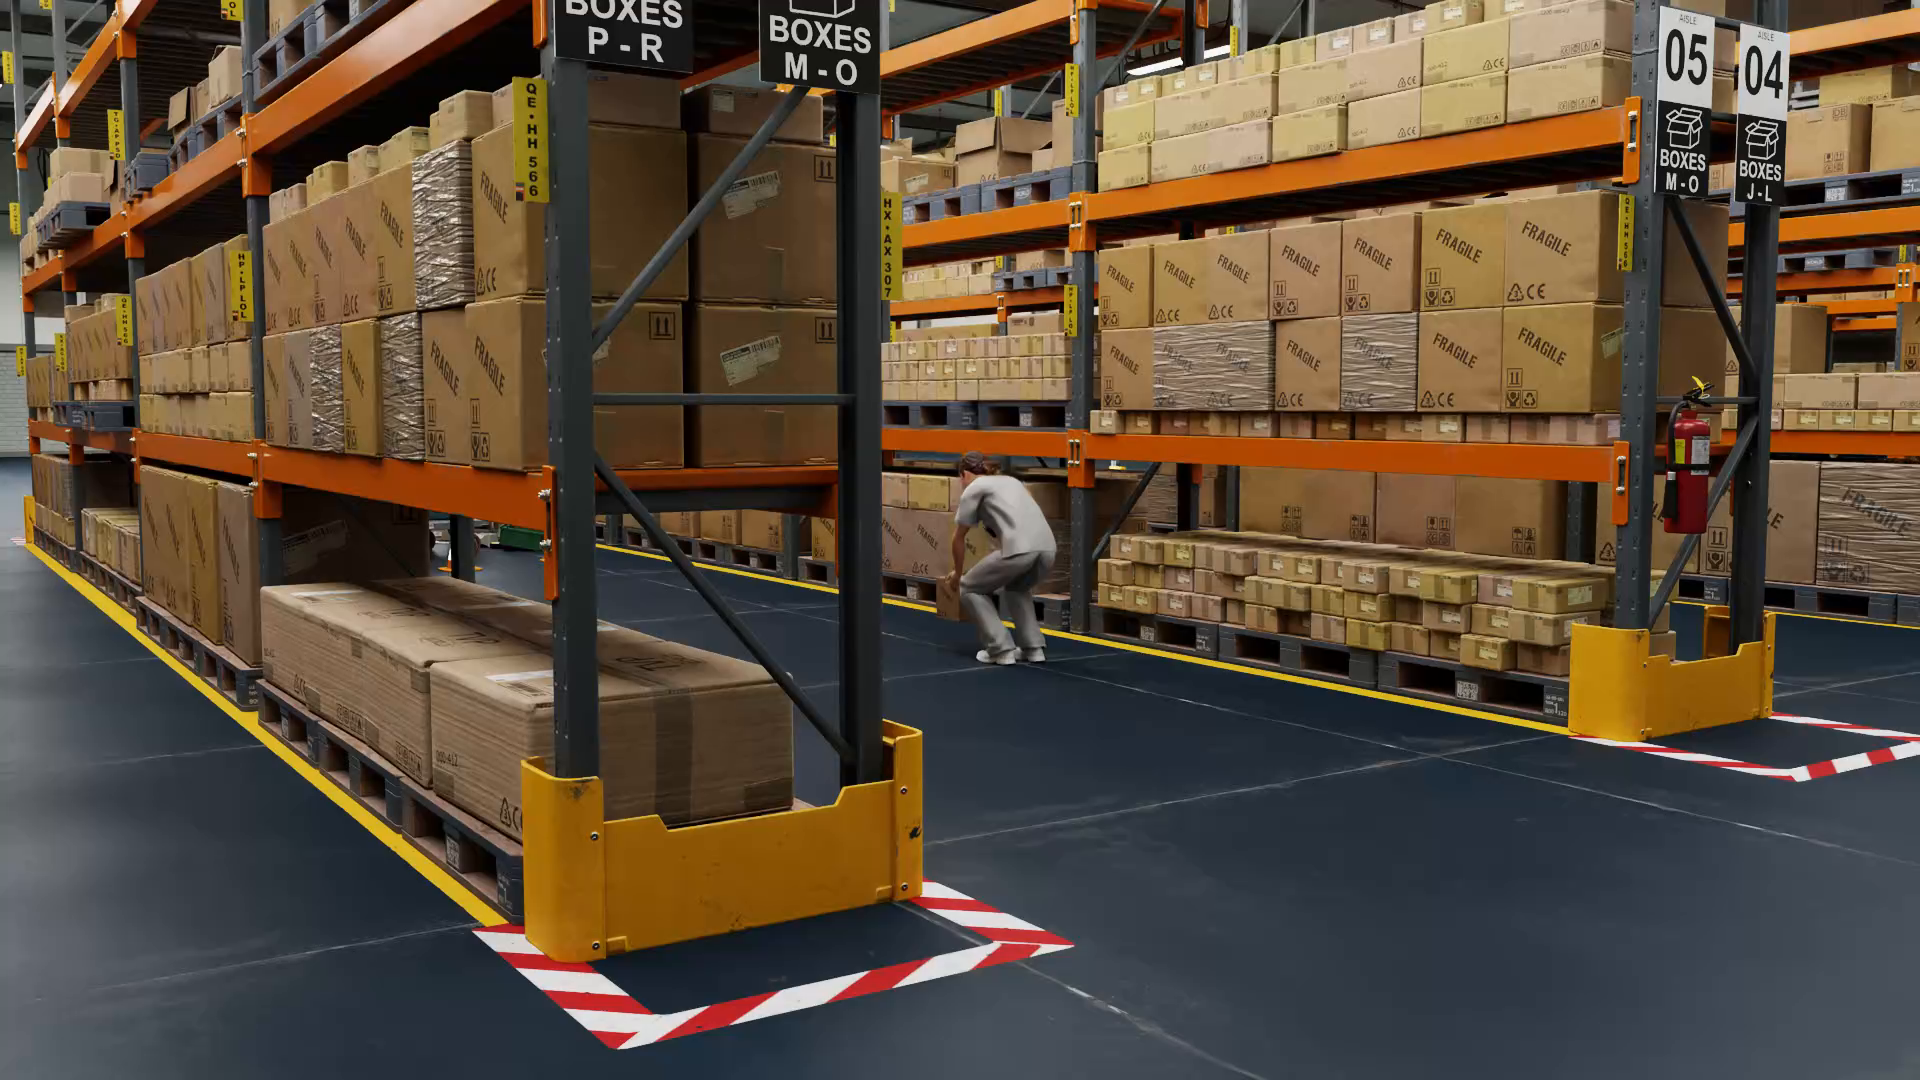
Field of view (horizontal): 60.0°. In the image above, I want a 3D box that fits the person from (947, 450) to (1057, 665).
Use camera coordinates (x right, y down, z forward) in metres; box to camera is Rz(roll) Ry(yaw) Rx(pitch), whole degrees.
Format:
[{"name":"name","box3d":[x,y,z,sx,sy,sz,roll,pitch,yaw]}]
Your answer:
[{"name":"person","box3d":[0.230,0.097,9.648,0.496,1.221,0.716,-3,6,-34]}]
